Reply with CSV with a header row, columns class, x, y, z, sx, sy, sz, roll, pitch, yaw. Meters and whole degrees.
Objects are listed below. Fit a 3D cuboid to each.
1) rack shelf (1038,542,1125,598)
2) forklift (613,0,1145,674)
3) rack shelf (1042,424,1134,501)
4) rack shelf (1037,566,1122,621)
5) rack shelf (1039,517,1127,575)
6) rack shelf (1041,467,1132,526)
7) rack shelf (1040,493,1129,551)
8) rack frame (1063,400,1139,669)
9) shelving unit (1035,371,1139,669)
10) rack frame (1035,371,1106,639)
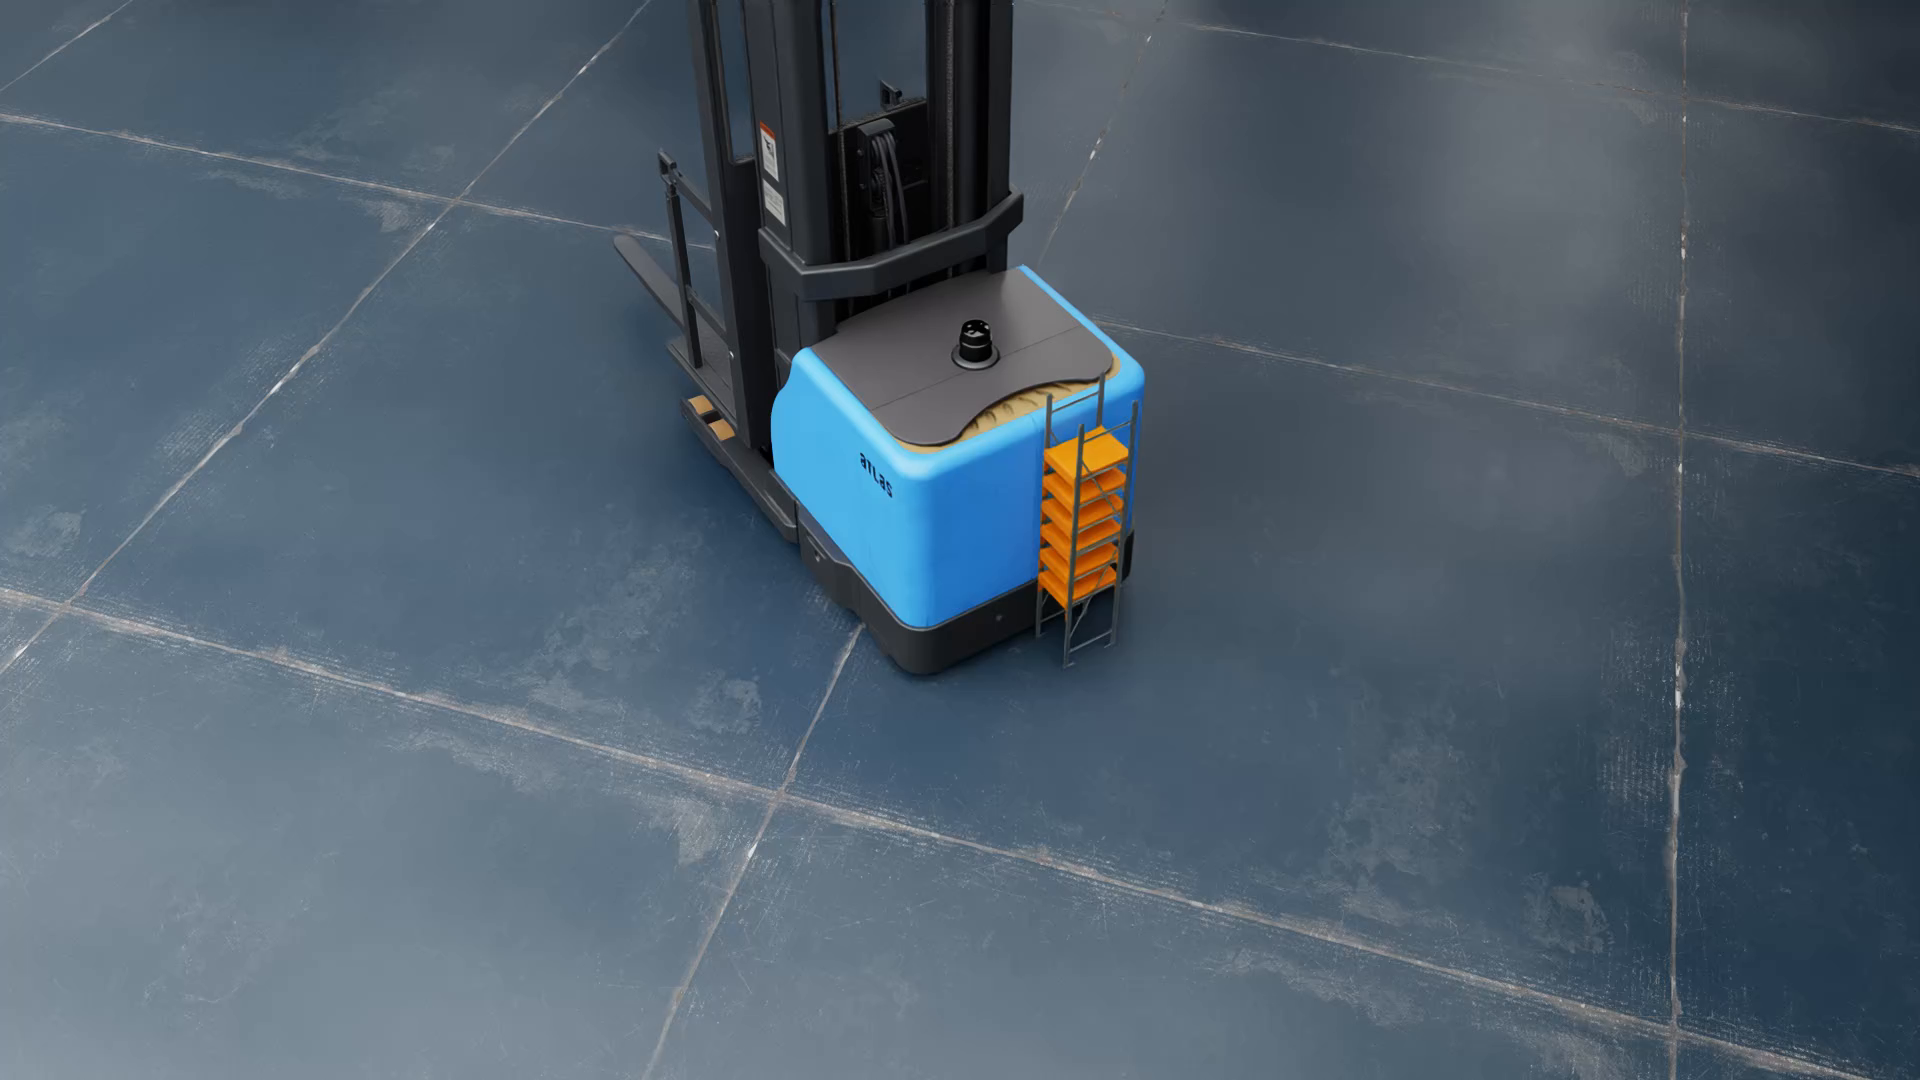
class,x,y,z,sx,sy,sz,roll,pitch,yaw
rack shelf,0.440,0.074,6.051,0.258,0.103,0.180,-24,49,-23
forklift,-0.550,-1.559,6.248,1.130,2.935,3.031,-24,49,-23
rack shelf,0.440,-0.269,5.715,0.258,0.103,0.180,-24,49,-23
rack shelf,0.440,0.160,6.135,0.258,0.103,0.180,-24,49,-23
rack shelf,0.440,-0.012,5.967,0.258,0.103,0.180,-24,49,-23
rack shelf,0.440,-0.183,5.799,0.258,0.103,0.180,-24,49,-23
rack shelf,0.440,-0.097,5.883,0.258,0.103,0.180,-24,49,-23
rack frame,0.490,0.011,5.881,0.240,1.200,0.006,-24,49,-23
shelving unit,0.440,-0.043,5.936,0.258,1.200,0.189,-24,49,-23
rack frame,0.390,-0.097,5.991,0.240,1.200,0.006,-24,49,-23
